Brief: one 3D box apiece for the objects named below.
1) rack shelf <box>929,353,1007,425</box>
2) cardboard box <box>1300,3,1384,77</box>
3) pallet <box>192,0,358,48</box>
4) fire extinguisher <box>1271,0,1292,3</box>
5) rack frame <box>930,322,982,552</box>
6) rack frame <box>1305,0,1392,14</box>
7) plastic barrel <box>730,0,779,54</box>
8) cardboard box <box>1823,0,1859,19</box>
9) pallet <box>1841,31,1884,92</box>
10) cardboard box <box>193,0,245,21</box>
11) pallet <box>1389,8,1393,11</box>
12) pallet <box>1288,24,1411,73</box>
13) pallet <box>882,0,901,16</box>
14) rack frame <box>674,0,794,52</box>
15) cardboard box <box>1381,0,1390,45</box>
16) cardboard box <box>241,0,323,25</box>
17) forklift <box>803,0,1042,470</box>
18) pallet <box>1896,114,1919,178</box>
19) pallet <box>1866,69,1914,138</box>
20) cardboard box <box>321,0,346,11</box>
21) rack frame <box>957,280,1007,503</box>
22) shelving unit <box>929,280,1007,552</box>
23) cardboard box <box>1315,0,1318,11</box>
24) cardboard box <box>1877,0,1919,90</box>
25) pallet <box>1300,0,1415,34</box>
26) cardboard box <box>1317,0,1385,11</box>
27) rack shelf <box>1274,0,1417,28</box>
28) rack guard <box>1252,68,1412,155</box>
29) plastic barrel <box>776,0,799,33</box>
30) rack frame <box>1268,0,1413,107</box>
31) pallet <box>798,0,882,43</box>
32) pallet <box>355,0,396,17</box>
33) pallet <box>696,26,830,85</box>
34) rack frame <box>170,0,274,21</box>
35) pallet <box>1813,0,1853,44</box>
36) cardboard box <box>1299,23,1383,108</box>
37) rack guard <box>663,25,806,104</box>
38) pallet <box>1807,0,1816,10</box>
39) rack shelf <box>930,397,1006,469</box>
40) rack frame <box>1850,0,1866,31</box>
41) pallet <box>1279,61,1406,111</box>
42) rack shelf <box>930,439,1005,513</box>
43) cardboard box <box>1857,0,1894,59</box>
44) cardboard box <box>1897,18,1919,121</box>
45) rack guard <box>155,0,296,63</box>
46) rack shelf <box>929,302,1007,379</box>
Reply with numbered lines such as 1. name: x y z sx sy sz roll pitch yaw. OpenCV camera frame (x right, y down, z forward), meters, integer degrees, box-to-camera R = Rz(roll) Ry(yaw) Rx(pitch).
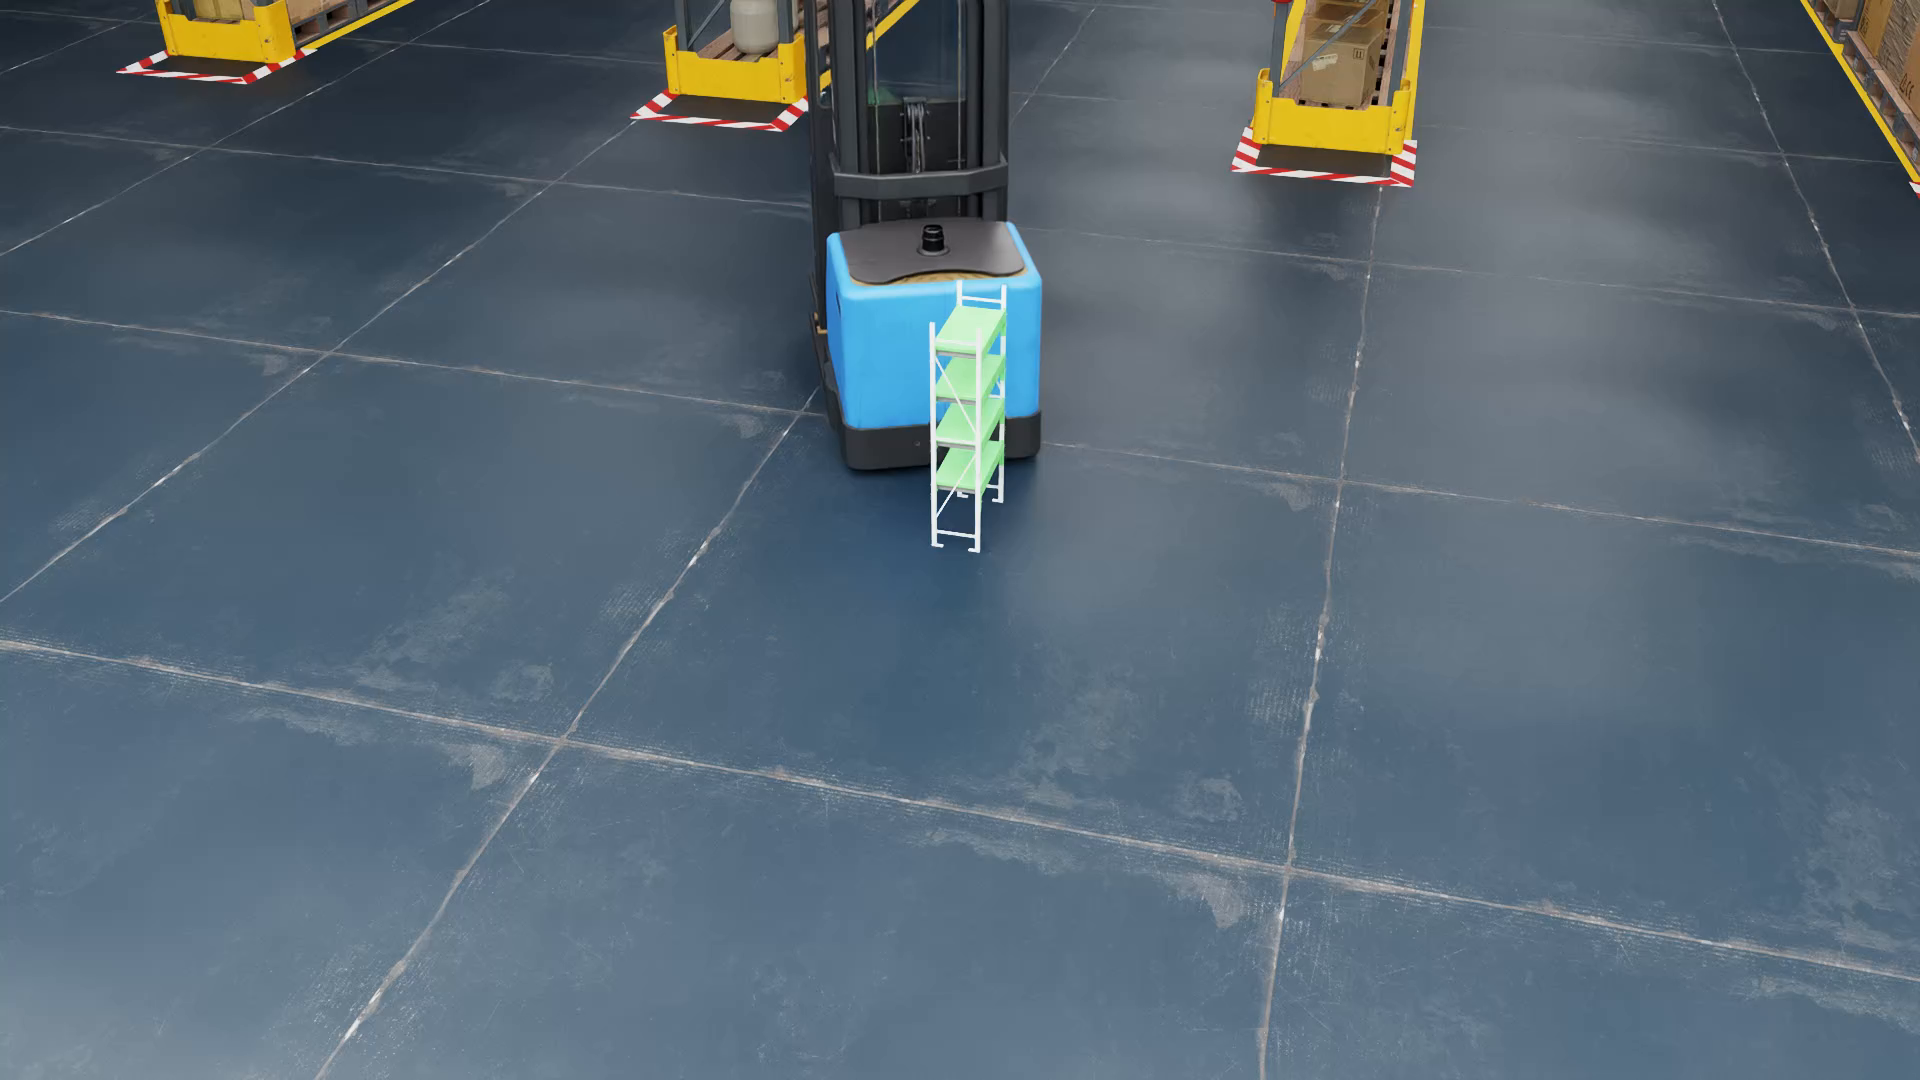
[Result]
1. rack shelf: 0.042 -0.741 7.969 0.258 0.148 0.480 8 33 12
2. cardboard box: 3.196 -4.152 13.924 0.500 0.500 0.500 17 36 25
3. pallet: -6.524 -4.969 15.870 1.003 0.211 1.213 8 33 12
4. fire extinguisher: 2.428 -4.364 12.390 0.296 0.674 0.183 8 33 12
5. rack frame: -0.020 -0.466 7.864 0.240 1.200 0.015 8 33 12
6. rack frame: 3.918 -6.469 15.629 1.000 3.000 0.127 8 33 12
7. plastic barrel: -1.795 -4.547 14.533 0.421 0.512 0.421 0 32 0
8. cardboard box: 8.761 -5.303 15.502 1.050 0.750 0.750 8 33 12
9. pallet: 8.422 -4.180 14.629 1.003 0.211 1.213 8 33 12
10. cardboard box: -6.828 -5.079 15.615 0.500 0.250 0.500 8 33 12
11. pallet: 4.114 -5.696 17.013 1.003 0.211 1.213 8 33 12
12. pallet: 3.474 -4.304 14.823 1.003 0.211 1.213 8 33 12
13. pallet: -1.083 -5.623 16.899 1.003 0.211 1.213 8 33 12
14. rack frame: -1.888 -5.067 13.425 1.000 3.000 0.127 8 33 12
15. cardboard box: 3.558 -4.758 14.877 0.500 0.500 0.500 5 33 8
16. cardboard box: -6.327 -5.009 15.504 0.500 0.250 0.500 8 33 12
17. forklift: -0.317 -2.381 9.263 1.130 2.935 3.031 -5 33 -8
18. pallet: 7.802 -2.914 12.637 1.003 0.211 1.213 8 33 12
19. pallet: 8.114 -3.545 13.630 1.003 0.211 1.213 8 33 12
20. cardboard box: -6.203 -5.268 15.913 0.500 0.250 0.500 8 33 12
21. rack frame: 0.104 -0.719 8.262 0.240 1.200 0.015 8 33 12
22. shelving unit: 0.042 -0.592 8.063 0.258 1.200 0.503 8 33 12
23. cardboard box: 3.640 -5.091 15.400 0.500 0.500 0.500 19 37 27
24. cardboard box: 8.238 -4.236 13.707 0.875 0.875 0.875 8 33 13
25. pallet: 3.782 -4.939 15.822 1.003 0.211 1.213 8 33 12
26. cardboard box: 3.374 -4.474 14.431 0.500 0.500 0.500 11 34 17
27. rack shelf: 3.411 -5.127 14.190 1.077 0.370 4.000 8 33 12
28. rack guard: 2.922 -3.378 13.097 1.175 0.500 0.348 8 33 12
29. plastic barrel: -1.667 -4.807 14.943 0.421 0.512 0.421 0 32 0
30. rack frame: 2.903 -4.393 12.364 1.000 3.000 0.127 8 33 12
31. pallet: -1.391 -4.988 15.900 1.003 0.211 1.213 8 33 12
32. pallet: -6.213 -5.601 16.863 1.003 0.211 1.213 8 33 12
33. pallet: -1.703 -4.357 14.907 1.003 0.211 1.213 8 33 12
34. rack frame: -6.678 -5.744 14.489 1.000 3.000 0.127 8 33 12
35. pallet: 8.813 -4.975 15.879 1.003 0.211 1.213 8 33 12
36. cardboard box: 3.078 -3.837 13.428 0.500 0.500 0.500 14 35 21
37. rack guard: -1.914 -4.058 14.168 1.175 0.500 0.348 8 33 12
38. pallet: 9.121 -5.610 16.878 1.003 0.211 1.213 8 33 12
39. rack shelf: 0.042 -0.538 8.098 0.258 0.148 0.480 8 33 12
40. rack frame: 8.690 -5.741 14.485 1.000 3.000 0.127 8 33 12
41. pallet: 3.163 -3.672 13.830 1.003 0.211 1.213 8 33 12
42. rack shelf: 0.042 -0.336 8.226 0.258 0.148 0.480 8 33 12
43. cardboard box: 8.463 -4.705 14.444 0.875 0.875 0.875 9 33 13
44. cardboard box: 8.005 -3.764 12.963 0.875 0.875 0.875 8 33 12
45. rack guard: -6.684 -4.676 15.140 1.175 0.500 0.348 8 33 12
46. rack shelf: 0.042 -0.943 7.840 0.258 0.148 0.480 8 33 12
